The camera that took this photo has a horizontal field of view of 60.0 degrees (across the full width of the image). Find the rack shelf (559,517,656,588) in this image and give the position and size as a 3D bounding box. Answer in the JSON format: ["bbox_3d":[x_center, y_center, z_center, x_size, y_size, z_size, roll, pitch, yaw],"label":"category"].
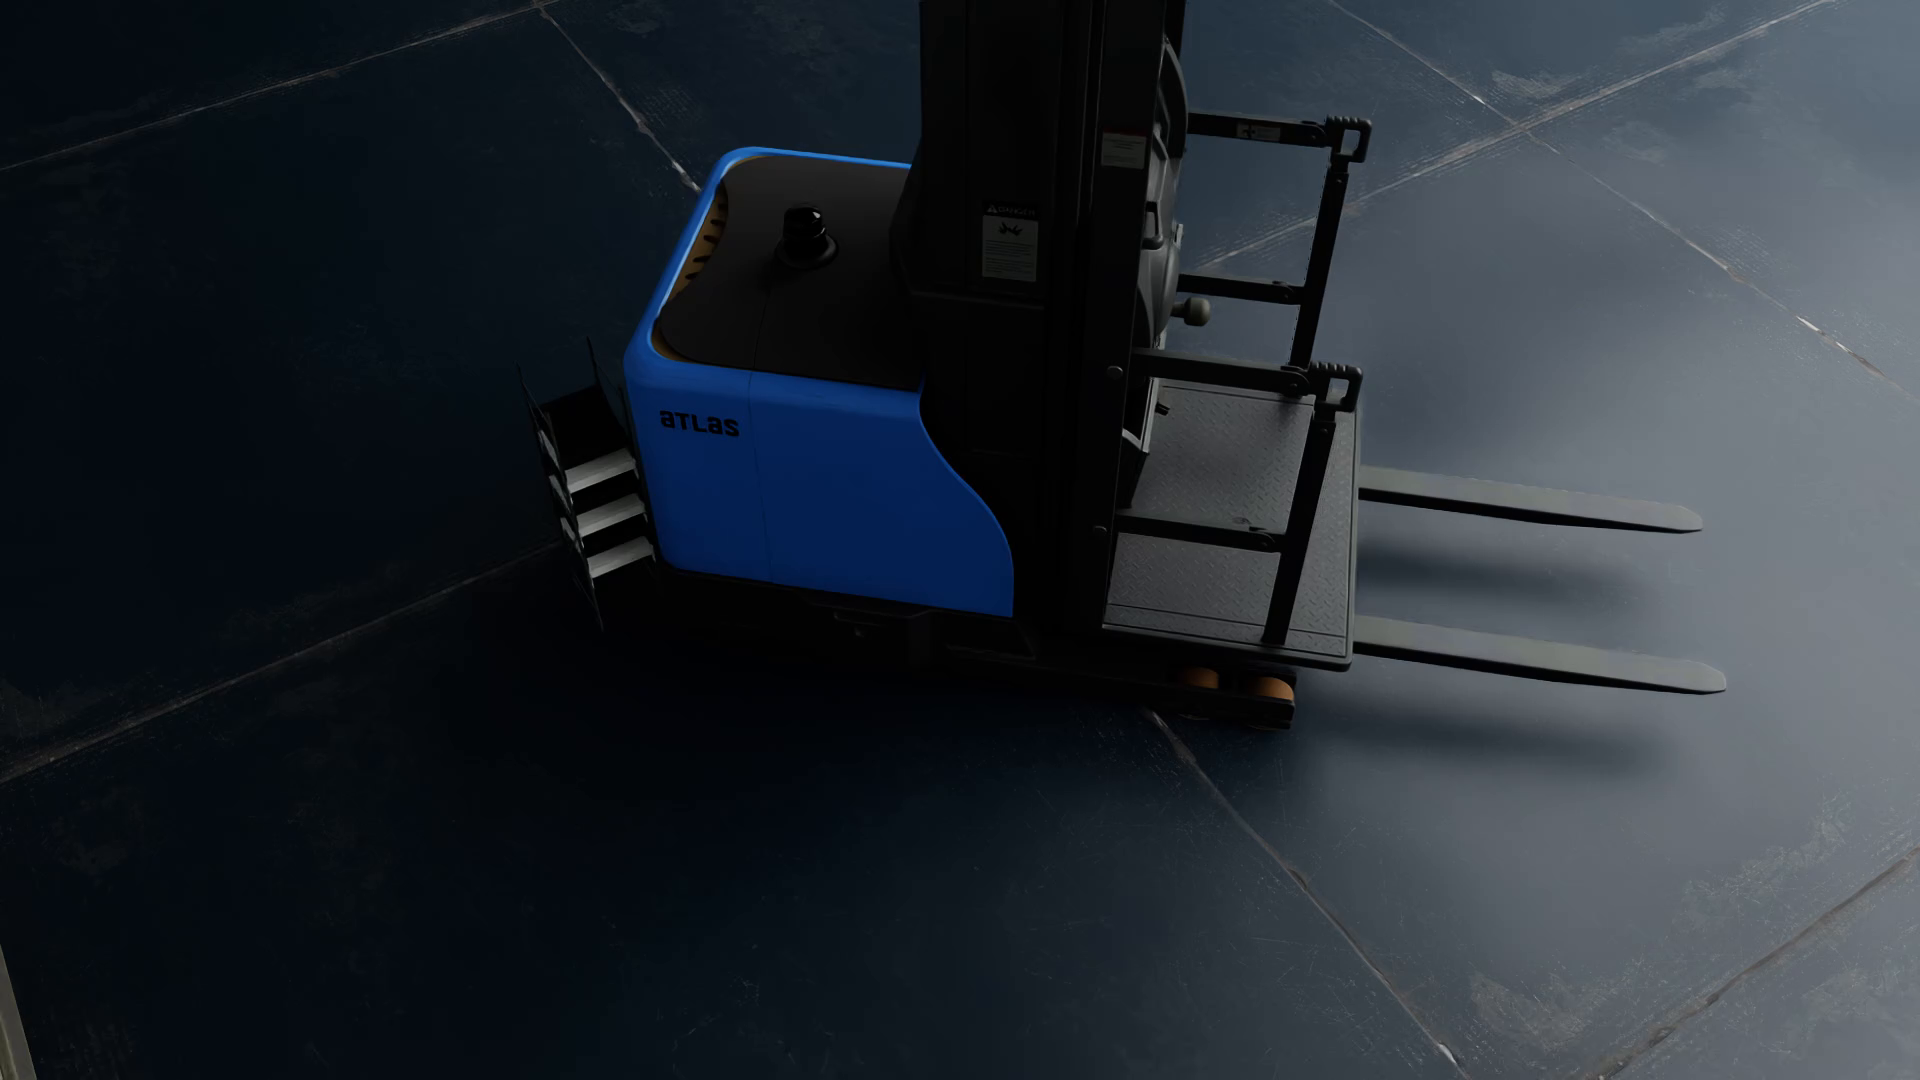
[{"bbox_3d":[-1.048,-0.001,4.933,0.200,0.077,0.258,-24,52,-20],"label":"rack shelf"}]

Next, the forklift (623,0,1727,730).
[{"bbox_3d":[0.685,-0.863,4.056,3.031,2.935,1.130,8,49,7],"label":"forklift"}]

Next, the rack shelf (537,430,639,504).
[{"bbox_3d":[-1.048,-0.241,4.665,0.200,0.077,0.258,-24,52,-20],"label":"rack shelf"}]

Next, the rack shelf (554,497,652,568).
[{"bbox_3d":[-1.048,-0.061,4.866,0.200,0.077,0.258,-24,52,-20],"label":"rack shelf"}]

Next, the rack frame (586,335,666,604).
[{"bbox_3d":[-0.960,-0.182,4.809,0.006,0.900,0.240,-24,52,-20],"label":"rack frame"}]

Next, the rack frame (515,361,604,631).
[{"bbox_3d":[-1.135,-0.104,4.740,0.006,0.900,0.240,-24,52,-20],"label":"rack frame"}]

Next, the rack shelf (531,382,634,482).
[{"bbox_3d":[-1.047,-0.301,4.598,0.200,0.077,0.258,-24,52,-20],"label":"rack shelf"}]

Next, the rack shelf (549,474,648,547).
[{"bbox_3d":[-1.048,-0.121,4.799,0.200,0.077,0.258,-24,52,-20],"label":"rack shelf"}]

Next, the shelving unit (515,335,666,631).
[{"bbox_3d":[-1.048,-0.143,4.774,0.210,0.900,0.258,-24,52,-20],"label":"shelving unit"}]

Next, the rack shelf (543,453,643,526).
[{"bbox_3d":[-1.048,-0.181,4.732,0.200,0.077,0.258,-24,52,-20],"label":"rack shelf"}]
